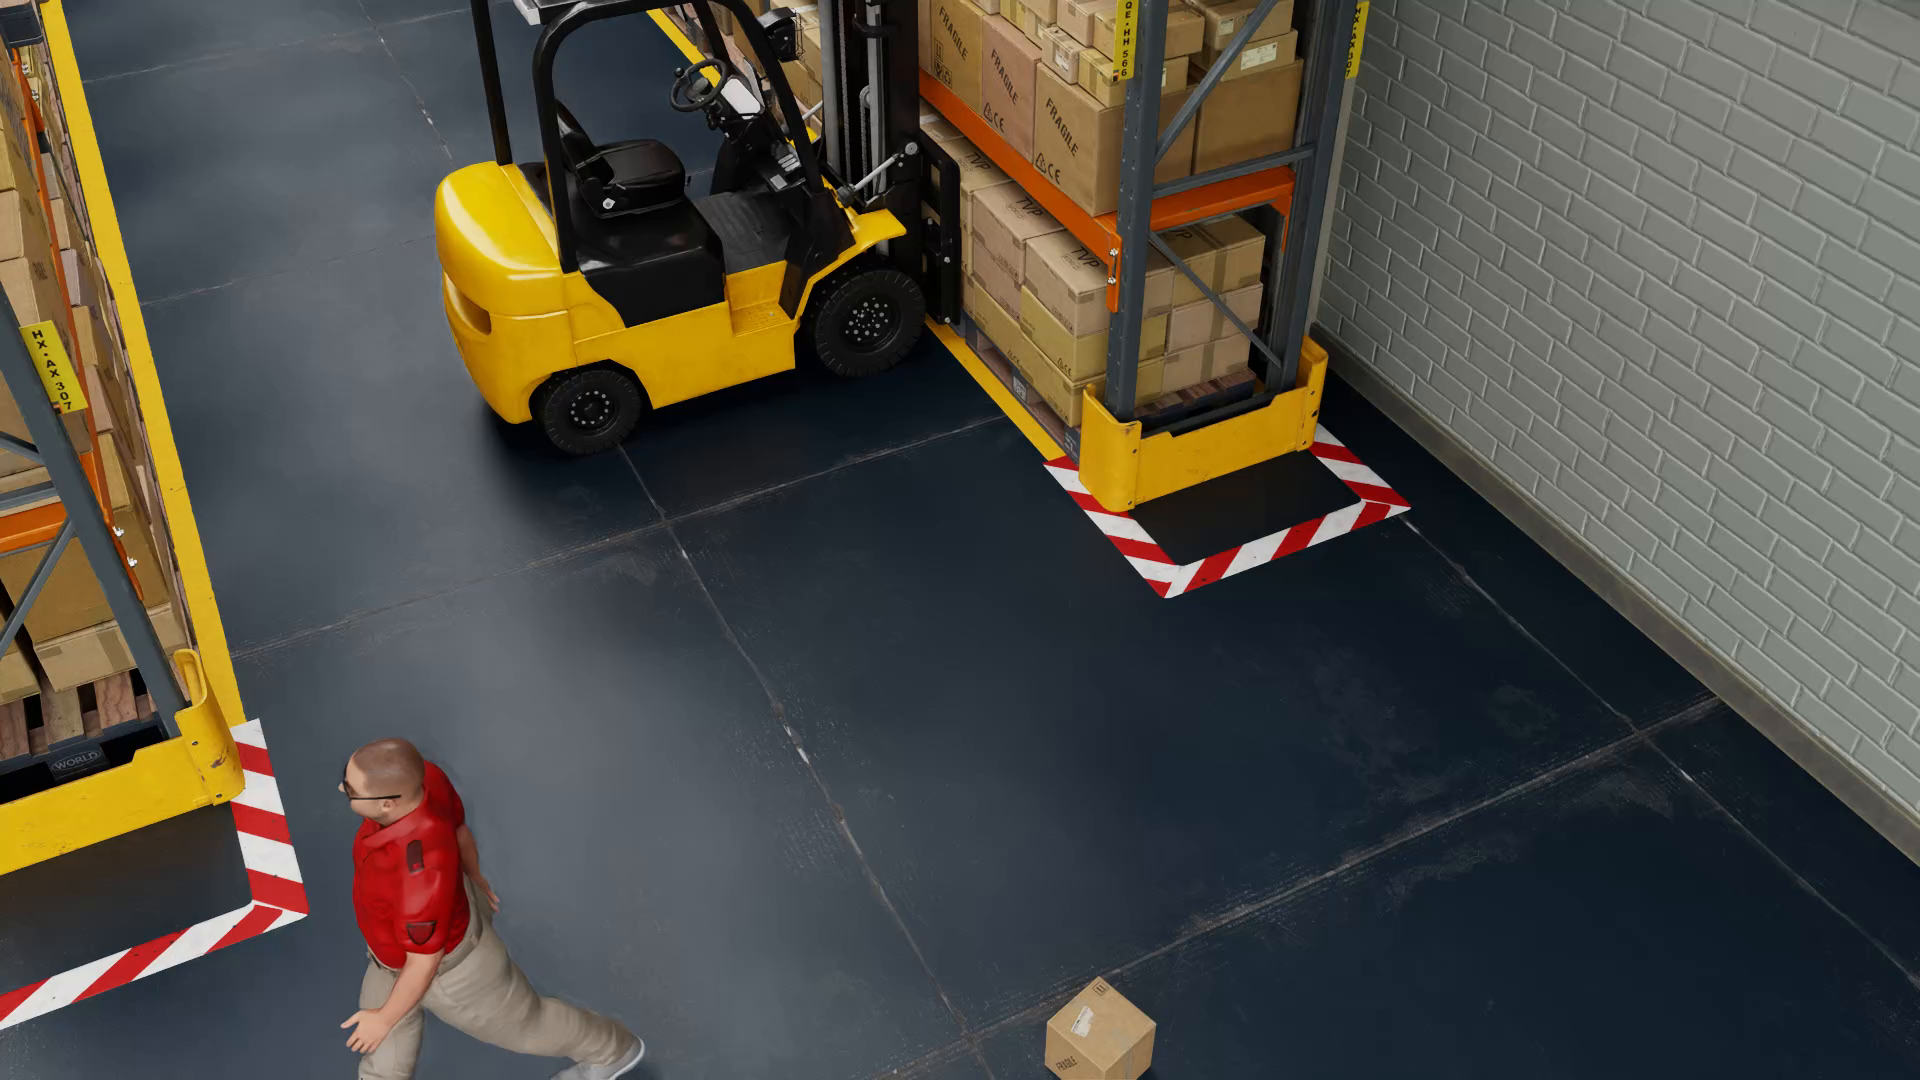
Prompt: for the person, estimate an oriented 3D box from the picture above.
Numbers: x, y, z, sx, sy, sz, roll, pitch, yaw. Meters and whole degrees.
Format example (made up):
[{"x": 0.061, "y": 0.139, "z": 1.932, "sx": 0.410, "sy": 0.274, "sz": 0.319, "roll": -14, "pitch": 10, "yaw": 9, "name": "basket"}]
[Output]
[{"x": -1.550, "y": 1.187, "z": 4.801, "sx": 1.059, "sy": 1.666, "sz": 0.545, "roll": -17, "pitch": 44, "yaw": -18, "name": "person"}]
